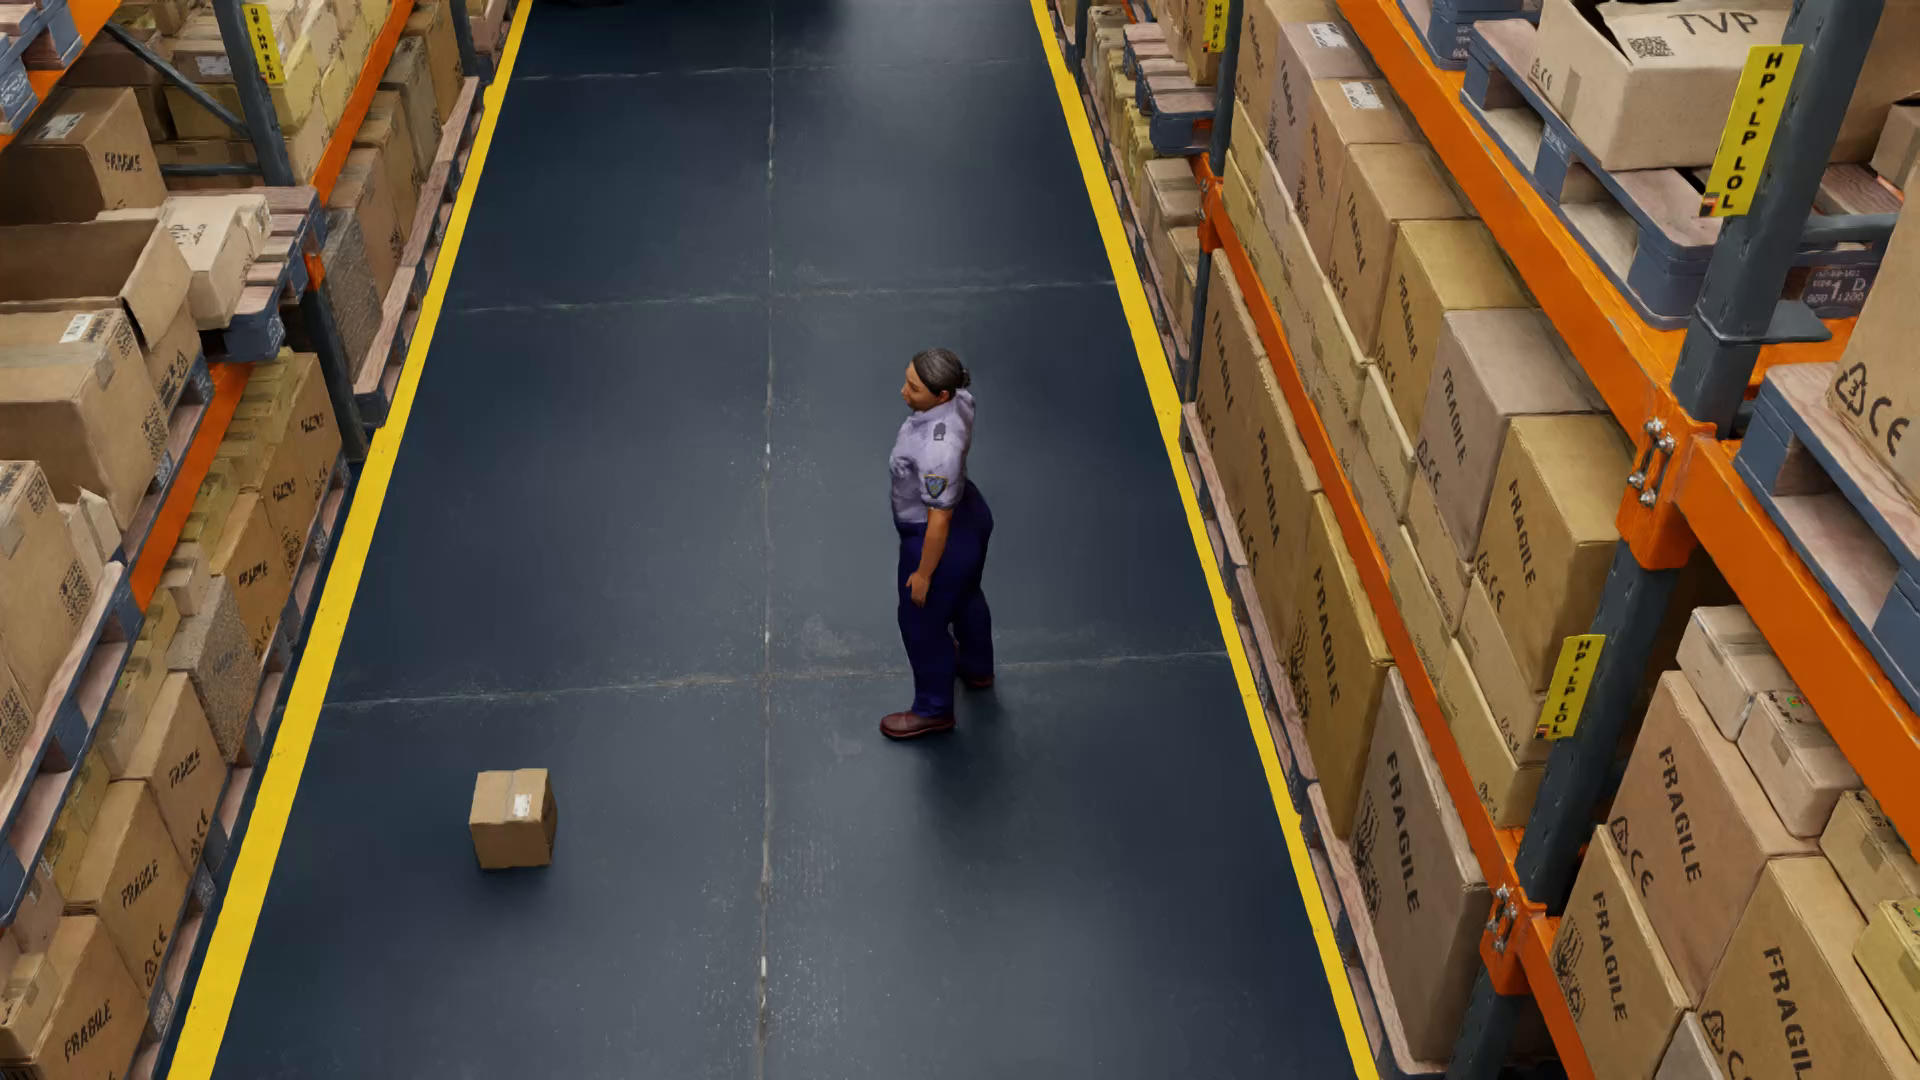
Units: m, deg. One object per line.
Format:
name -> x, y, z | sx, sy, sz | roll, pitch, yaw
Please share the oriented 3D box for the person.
person -> -0.074, -0.010, 6.162 | 0.383, 1.647, 0.566 | 9, 40, 11
